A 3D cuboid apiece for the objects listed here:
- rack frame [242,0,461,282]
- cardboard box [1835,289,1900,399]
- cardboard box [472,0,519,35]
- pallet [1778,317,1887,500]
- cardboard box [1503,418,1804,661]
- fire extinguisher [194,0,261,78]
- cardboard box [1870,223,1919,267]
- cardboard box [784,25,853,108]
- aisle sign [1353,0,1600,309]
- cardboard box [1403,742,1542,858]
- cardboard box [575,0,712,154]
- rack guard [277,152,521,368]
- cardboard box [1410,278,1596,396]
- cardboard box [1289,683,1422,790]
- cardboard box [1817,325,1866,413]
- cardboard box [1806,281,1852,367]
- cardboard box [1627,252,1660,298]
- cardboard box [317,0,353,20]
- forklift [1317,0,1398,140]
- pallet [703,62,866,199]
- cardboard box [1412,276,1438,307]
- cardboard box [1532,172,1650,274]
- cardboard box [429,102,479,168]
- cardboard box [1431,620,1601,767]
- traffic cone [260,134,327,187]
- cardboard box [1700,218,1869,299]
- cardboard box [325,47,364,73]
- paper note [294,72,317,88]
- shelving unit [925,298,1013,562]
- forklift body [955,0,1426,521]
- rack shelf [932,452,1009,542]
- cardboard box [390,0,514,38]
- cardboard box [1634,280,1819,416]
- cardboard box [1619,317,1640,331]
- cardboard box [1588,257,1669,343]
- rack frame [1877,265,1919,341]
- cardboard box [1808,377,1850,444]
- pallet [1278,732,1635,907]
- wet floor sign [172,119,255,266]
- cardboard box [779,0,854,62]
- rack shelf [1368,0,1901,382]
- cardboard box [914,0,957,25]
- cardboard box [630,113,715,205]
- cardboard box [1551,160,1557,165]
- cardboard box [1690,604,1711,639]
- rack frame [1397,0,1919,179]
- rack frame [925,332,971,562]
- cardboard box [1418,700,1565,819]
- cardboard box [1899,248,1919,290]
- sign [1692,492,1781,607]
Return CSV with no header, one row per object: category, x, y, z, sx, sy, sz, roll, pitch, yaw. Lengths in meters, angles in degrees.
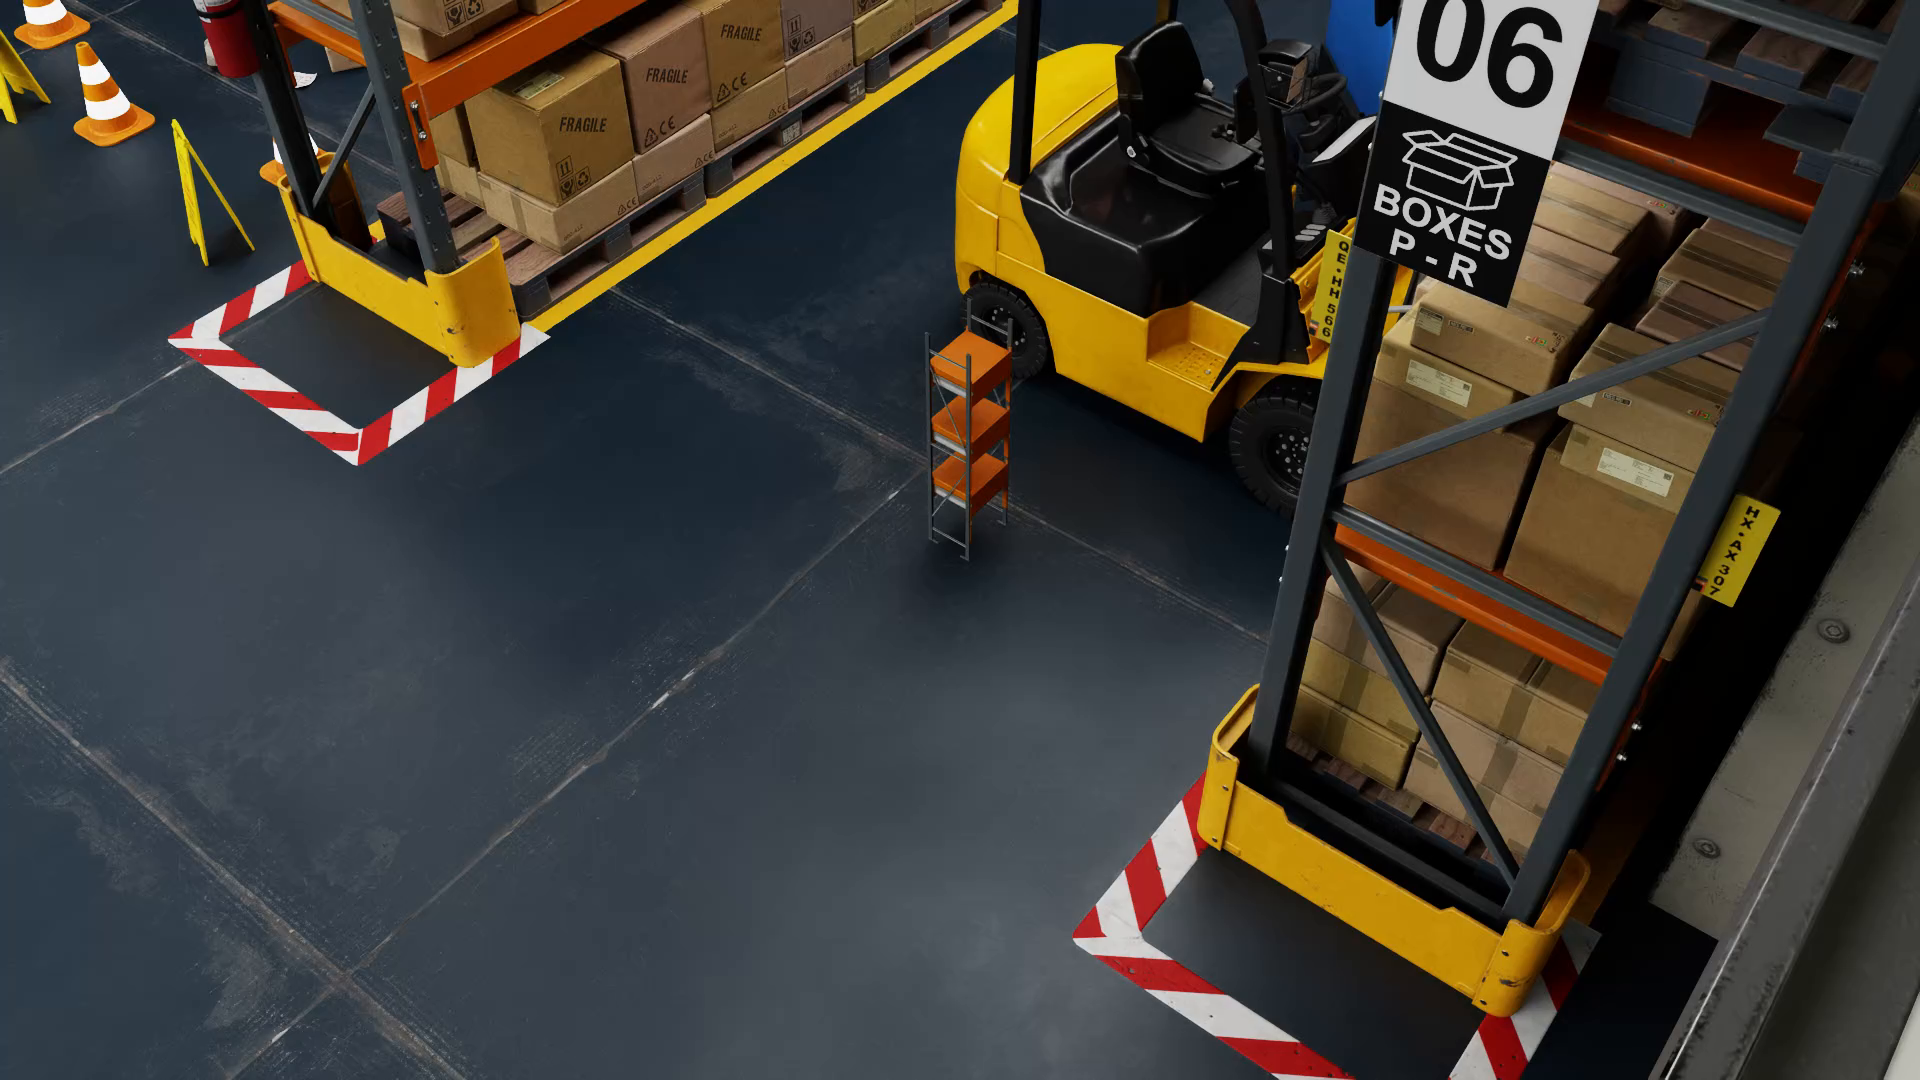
rack frame,-2.567,-2.089,6.534,1.000,3.000,0.127,29,53,25
cardboard box,3.375,-0.882,6.647,0.500,0.250,0.500,30,53,26
cardboard box,-2.052,-2.256,6.868,0.380,0.149,0.250,30,53,26
pallet,3.290,-0.786,7.218,1.003,0.211,1.213,29,53,25
cardboard box,1.886,-0.092,4.558,0.500,0.500,0.500,31,54,26
fire extinguisher,-3.001,-2.201,6.694,0.296,0.674,0.183,29,53,25
cardboard box,2.618,-0.939,4.918,0.380,0.149,0.250,31,54,26
cardboard box,-0.902,-2.518,8.555,0.500,0.250,0.500,30,53,26
aisle sign,1.091,-0.887,3.588,0.394,0.787,0.004,29,53,25
cardboard box,1.819,0.713,5.468,0.500,0.250,0.500,29,53,25
cardboard box,-1.524,-2.198,7.731,0.500,0.500,0.500,27,52,24
rack guard,-2.520,-1.269,7.480,1.175,0.500,0.348,29,53,25
cardboard box,1.416,-0.557,4.347,0.380,0.149,0.250,29,53,25
cardboard box,1.401,0.499,5.673,0.500,0.250,0.500,30,53,25
cardboard box,2.491,-0.690,5.129,0.500,0.500,0.500,29,53,25
cardboard box,2.249,-0.673,4.664,0.380,0.149,0.250,27,52,24
cardboard box,1.854,-0.895,4.876,0.380,0.149,0.250,29,53,25
cardboard box,-2.507,-2.311,6.920,0.380,0.149,0.250,31,54,26
forklift,2.569,-2.405,6.884,1.130,2.935,3.031,-5,47,-5
pallet,-1.249,-2.314,8.677,1.003,0.211,1.213,29,53,25
cardboard box,1.486,-0.637,4.630,0.380,0.149,0.250,30,53,26
cardboard box,1.680,-0.873,4.649,0.380,0.149,0.250,30,53,26
cardboard box,-2.283,-2.117,7.654,0.500,0.500,0.500,30,53,25
cardboard box,1.807,0.371,5.104,0.500,0.250,0.500,28,53,24
traffic cone,-3.325,-2.029,8.232,0.336,0.463,0.334,29,53,25
cardboard box,2.238,-0.783,4.563,0.380,0.149,0.250,29,53,25
cardboard box,-3.364,-2.747,9.134,0.250,0.149,0.380,-17,49,-15
paper note,-3.564,-2.485,8.965,0.148,0.019,0.142,13,48,12
shelving unit,0.033,-0.393,6.263,0.215,1.050,0.252,29,53,25
forklift body,1.079,-1.495,6.554,2.313,2.155,1.214,29,53,25
rack shelf,0.033,-0.194,6.471,0.215,0.259,0.240,29,53,25
cardboard box,-2.058,-2.375,6.532,0.500,0.500,0.500,28,53,24
cardboard box,1.950,-0.481,4.274,0.380,0.149,0.250,31,54,26
cardboard box,1.877,-0.404,4.407,0.380,0.149,0.250,29,53,25
cardboard box,1.781,-0.622,5.064,0.500,0.500,0.500,31,54,26
rack frame,3.809,-2.186,6.627,1.000,3.000,0.127,29,53,25
cardboard box,3.369,-0.721,6.838,0.500,0.250,0.500,29,53,25
pallet,1.798,0.610,5.884,1.003,0.211,1.213,29,53,25
wet floor sign,-3.530,-1.640,7.734,0.232,0.644,0.267,-25,51,-22
cardboard box,-0.891,-2.791,8.297,0.500,0.500,0.500,32,54,27
rack shelf,2.586,-1.829,4.709,1.077,0.370,4.000,29,53,25
cardboard box,-0.270,-3.116,9.127,0.500,0.250,0.500,32,54,27
cardboard box,-1.537,-1.913,7.977,0.500,0.250,0.500,31,54,26
cardboard box,1.963,-1.181,4.943,0.380,0.149,0.250,30,53,26
cardboard box,2.450,0.141,6.015,0.500,0.250,0.500,29,53,25
rack frame,1.363,-1.969,2.271,1.000,3.000,0.127,29,53,25
rack frame,-0.042,-0.323,6.196,0.200,1.050,0.008,29,53,25
cardboard box,1.815,0.558,5.271,0.500,0.250,0.500,30,53,26
cardboard box,3.137,-1.265,5.677,0.500,0.500,0.500,28,52,24
sign,1.799,0.025,3.861,0.100,0.325,0.005,29,53,25
